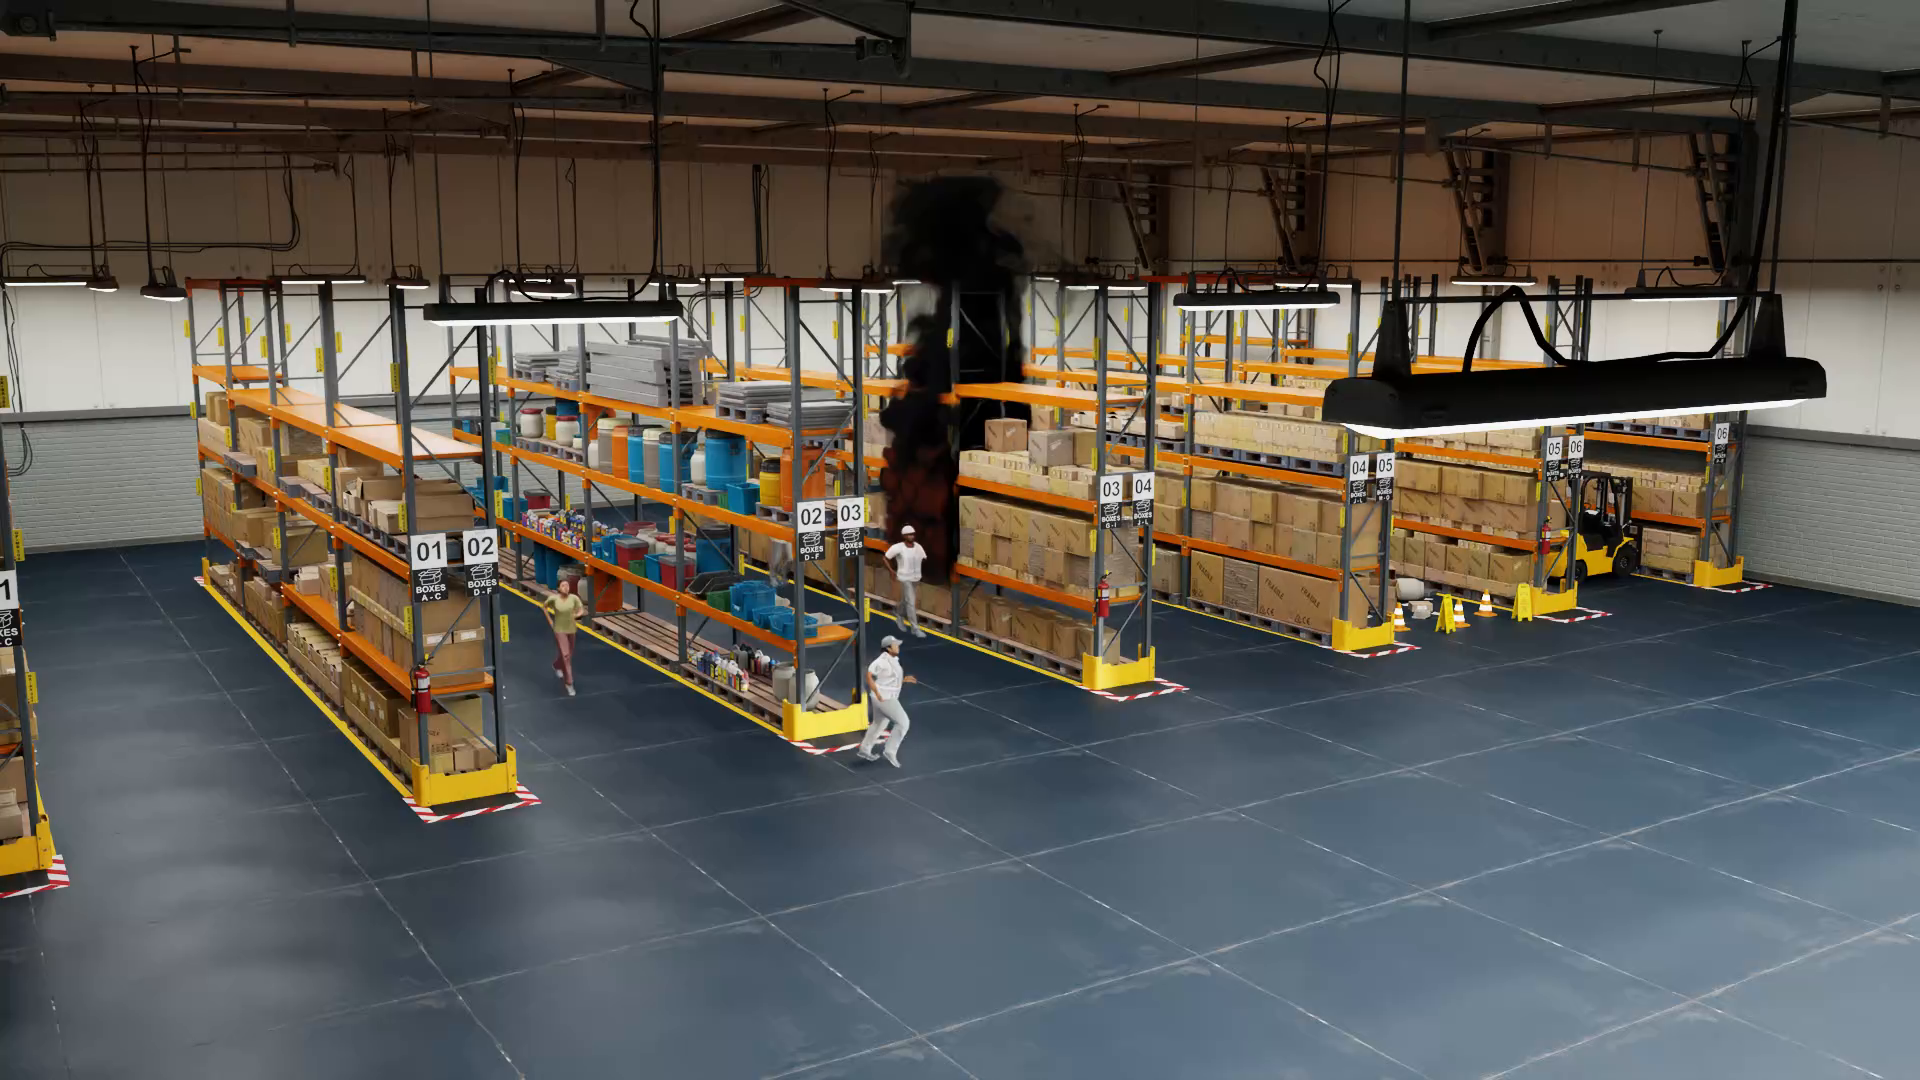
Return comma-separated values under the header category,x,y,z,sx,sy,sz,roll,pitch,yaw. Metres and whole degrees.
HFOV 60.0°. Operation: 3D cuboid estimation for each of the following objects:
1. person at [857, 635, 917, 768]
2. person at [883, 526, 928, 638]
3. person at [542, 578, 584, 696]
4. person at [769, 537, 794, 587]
category,x,y,z,sx,sy,sz,roll,pitch,yaw
person,-0.926,2.028,21.053,0.744,1.677,0.568,1,10,4
person,-0.806,0.662,26.935,0.700,1.804,0.920,-8,13,-41
person,-5.880,1.396,24.783,0.545,1.714,0.990,-7,12,-36
person,-3.280,0.017,30.940,0.687,1.768,0.765,-5,11,-28
